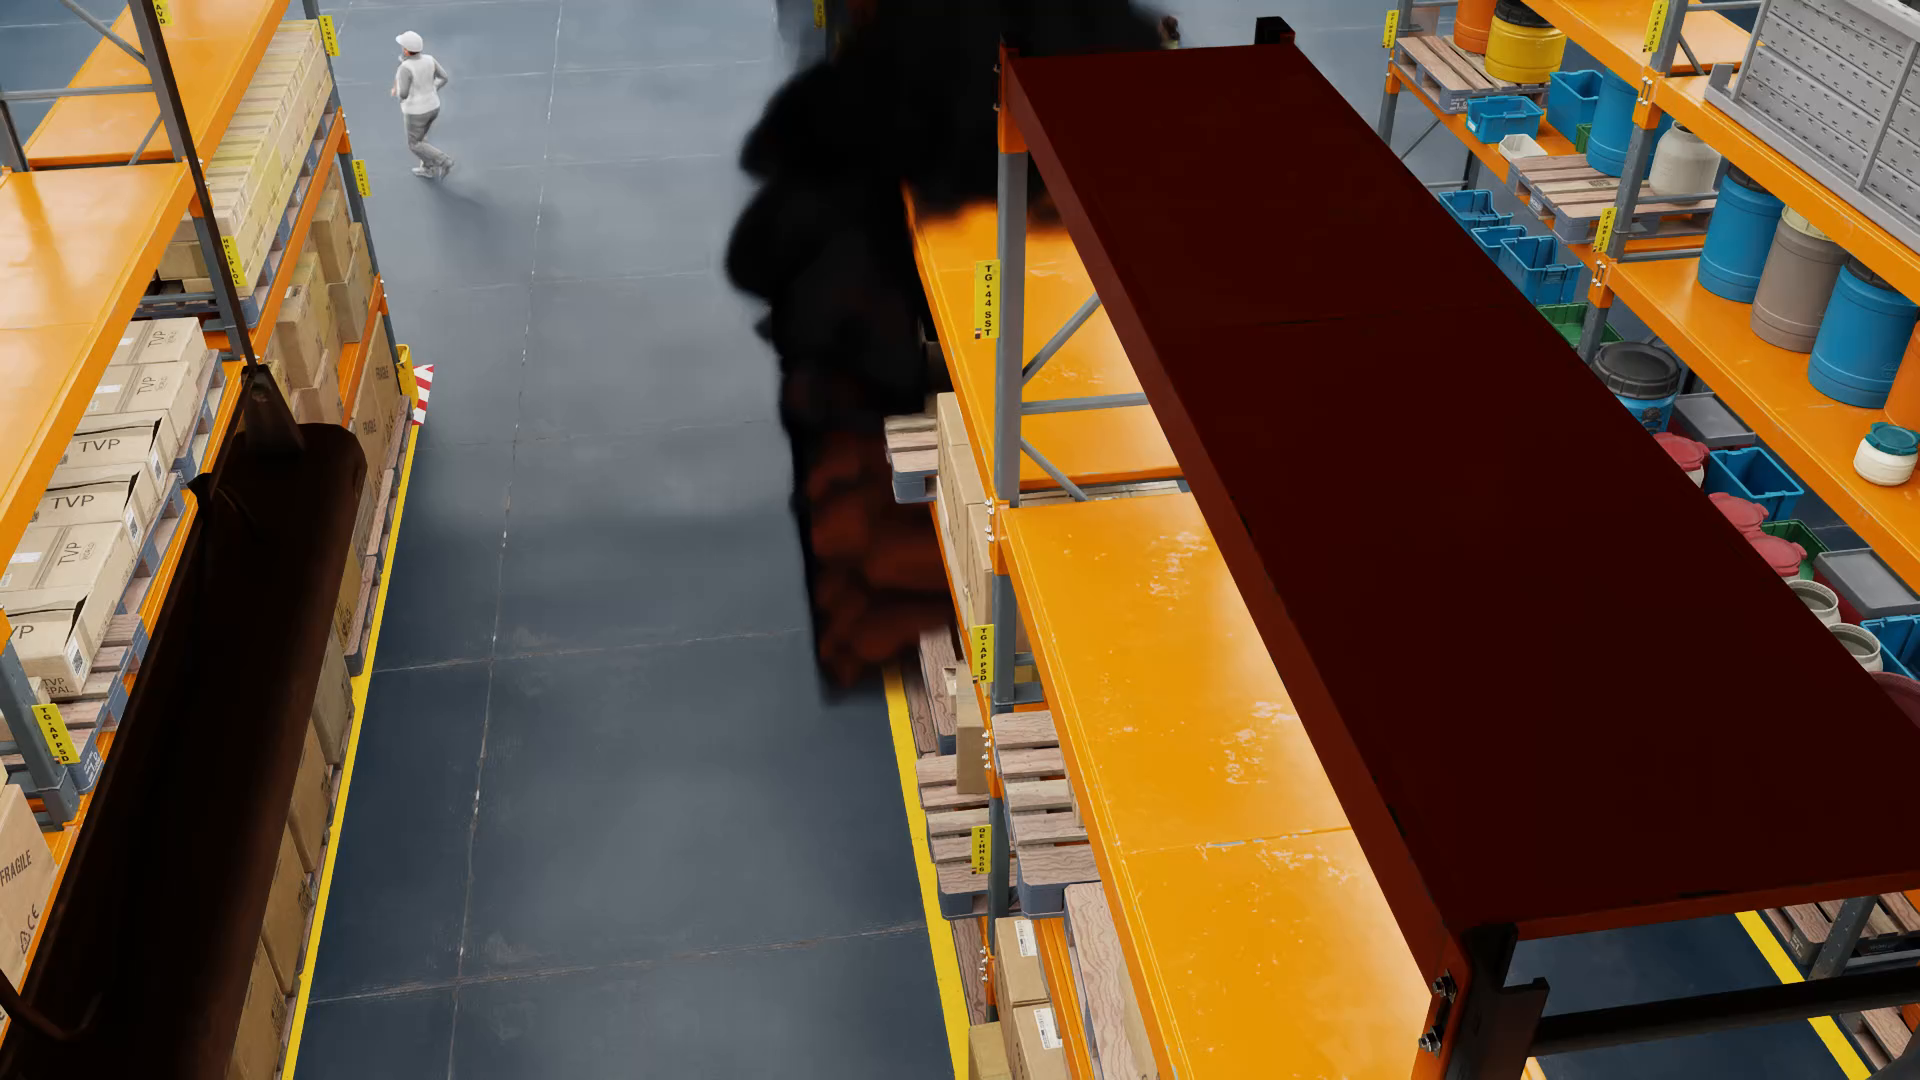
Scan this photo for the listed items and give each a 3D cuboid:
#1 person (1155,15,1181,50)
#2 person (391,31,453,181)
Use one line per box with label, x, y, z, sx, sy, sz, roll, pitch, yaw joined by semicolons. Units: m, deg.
person;2.374;-5.171;19.077;0.853;1.697;0.592;9;37;12
person;-5.992;-4.829;18.569;0.753;1.732;0.666;18;40;23
